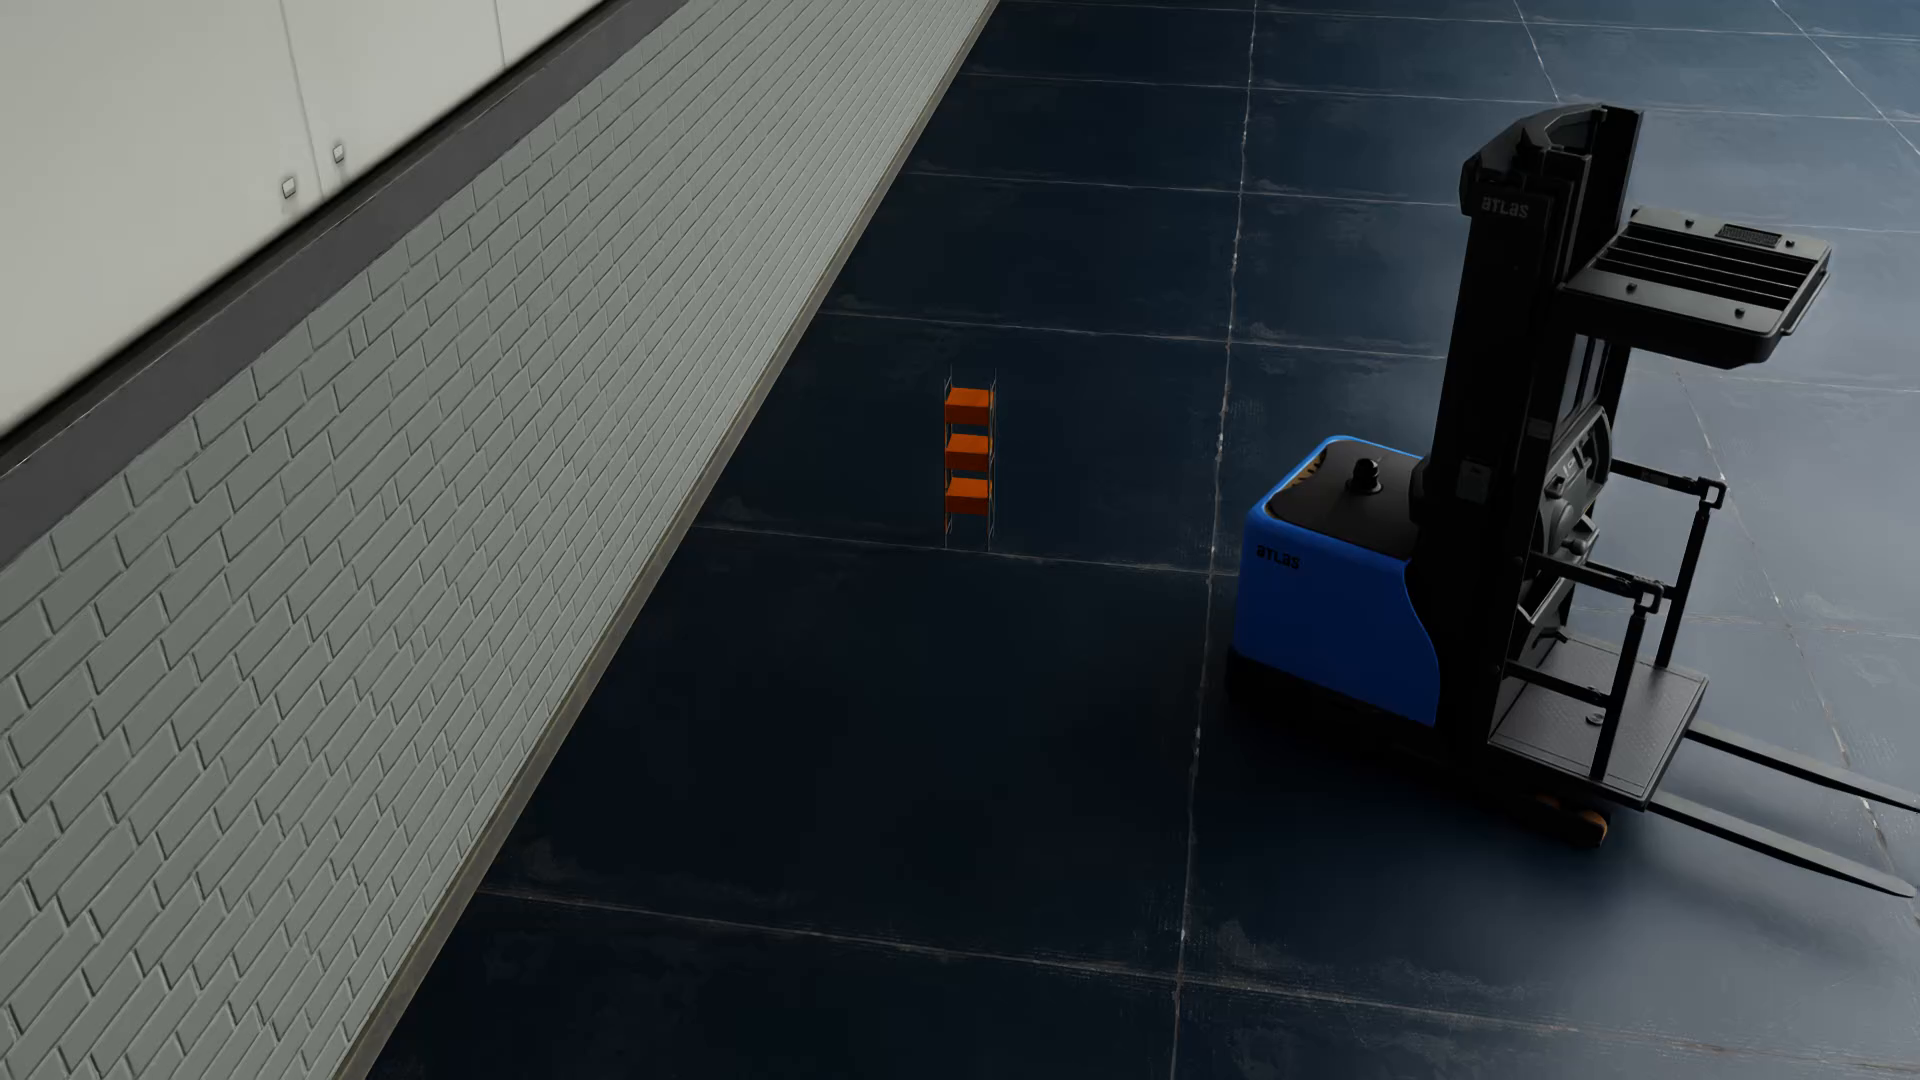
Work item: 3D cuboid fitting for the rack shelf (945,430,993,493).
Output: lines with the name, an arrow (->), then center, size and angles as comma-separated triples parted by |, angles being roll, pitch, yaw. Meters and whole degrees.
rack shelf -> 0.053, -0.431, 9.143 | 0.240, 0.259, 0.215 | 5, 32, 8

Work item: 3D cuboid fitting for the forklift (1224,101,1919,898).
forklift -> 2.794, -0.217, 7.008 | 3.031, 2.935, 1.130 | 20, 37, 29

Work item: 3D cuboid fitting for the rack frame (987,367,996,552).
rack frame -> 0.173, -0.429, 9.120 | 0.008, 1.050, 0.200 | 5, 32, 8

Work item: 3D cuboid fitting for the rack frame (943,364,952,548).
rack frame -> -0.068, -0.451, 9.155 | 0.008, 1.050, 0.200 | 5, 32, 8

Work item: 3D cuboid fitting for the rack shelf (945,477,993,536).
rack shelf -> 0.053, -0.196, 9.291 | 0.240, 0.259, 0.215 | 5, 32, 8

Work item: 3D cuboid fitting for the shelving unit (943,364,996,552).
shelving unit -> 0.053, -0.440, 9.138 | 0.252, 1.050, 0.215 | 5, 32, 8

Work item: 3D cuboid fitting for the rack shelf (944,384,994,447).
rack shelf -> 0.053, -0.672, 8.993 | 0.240, 0.259, 0.215 | 5, 32, 8
